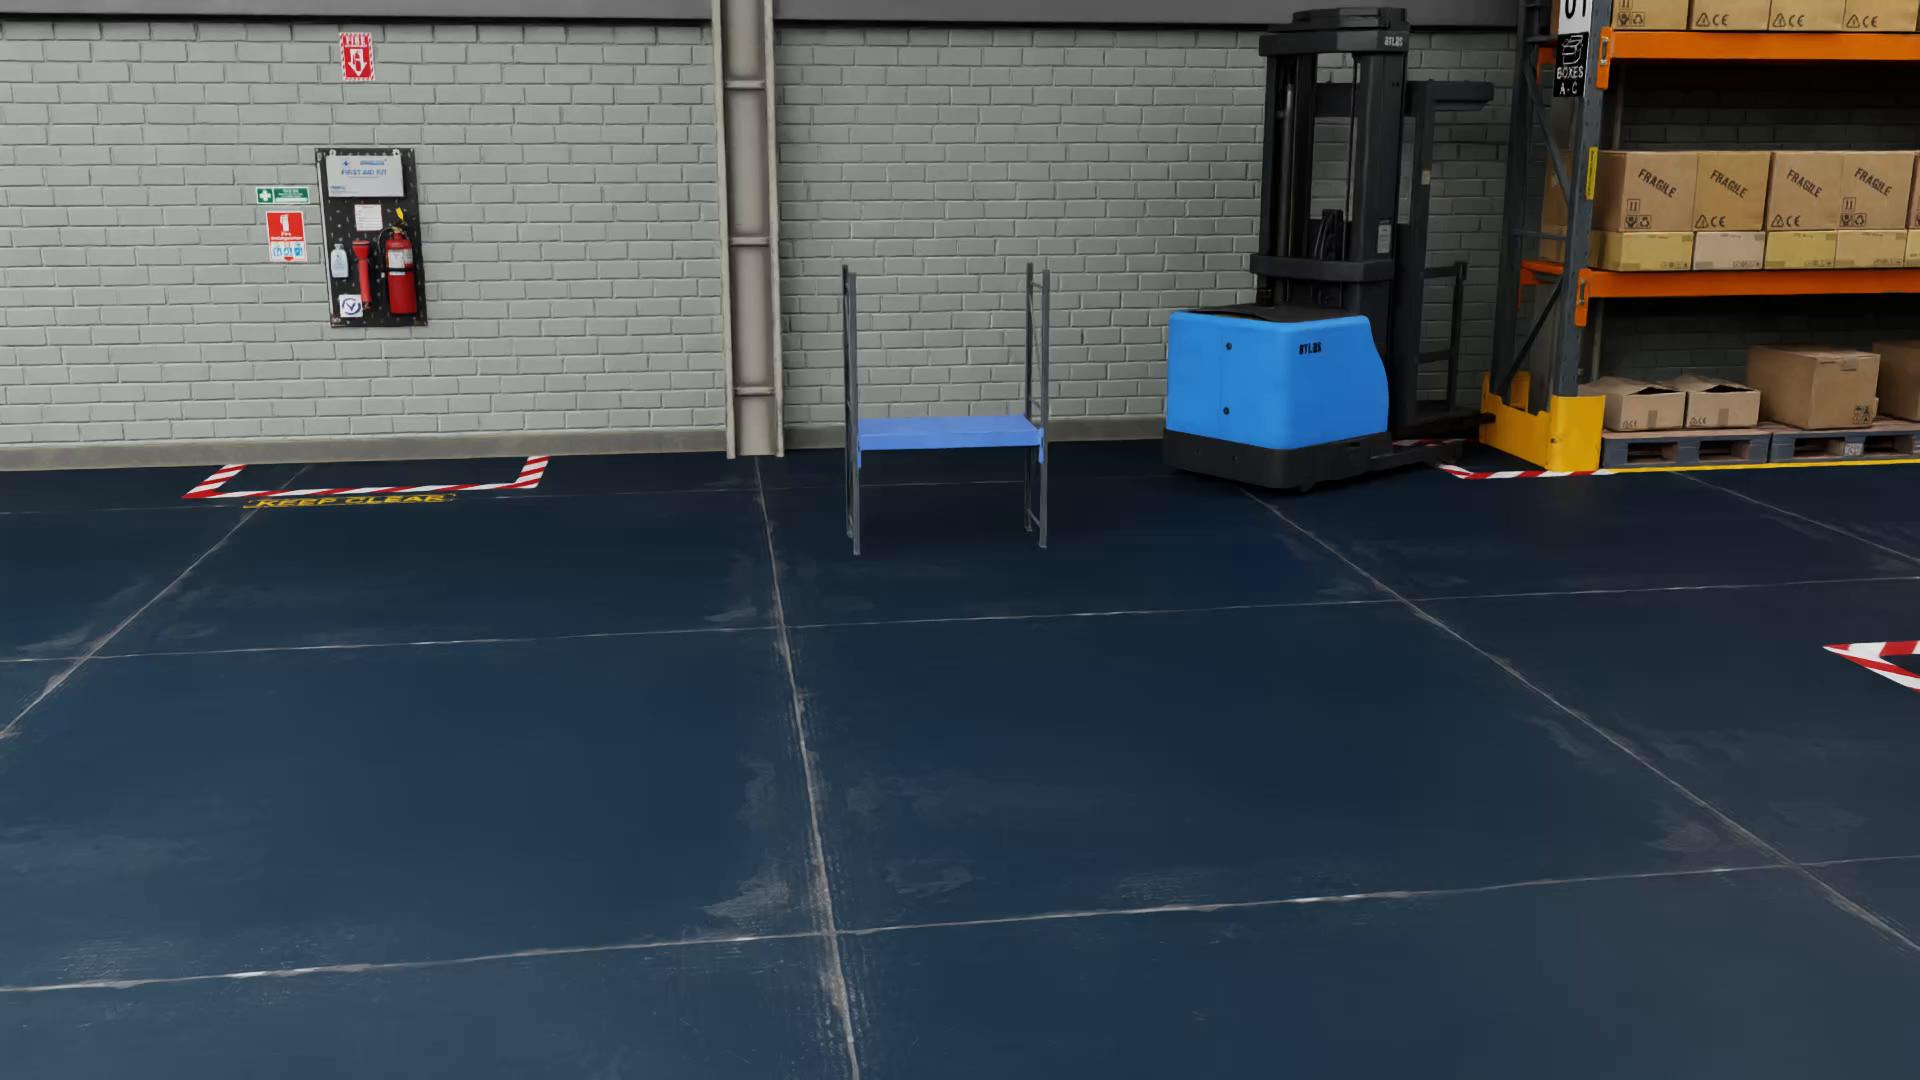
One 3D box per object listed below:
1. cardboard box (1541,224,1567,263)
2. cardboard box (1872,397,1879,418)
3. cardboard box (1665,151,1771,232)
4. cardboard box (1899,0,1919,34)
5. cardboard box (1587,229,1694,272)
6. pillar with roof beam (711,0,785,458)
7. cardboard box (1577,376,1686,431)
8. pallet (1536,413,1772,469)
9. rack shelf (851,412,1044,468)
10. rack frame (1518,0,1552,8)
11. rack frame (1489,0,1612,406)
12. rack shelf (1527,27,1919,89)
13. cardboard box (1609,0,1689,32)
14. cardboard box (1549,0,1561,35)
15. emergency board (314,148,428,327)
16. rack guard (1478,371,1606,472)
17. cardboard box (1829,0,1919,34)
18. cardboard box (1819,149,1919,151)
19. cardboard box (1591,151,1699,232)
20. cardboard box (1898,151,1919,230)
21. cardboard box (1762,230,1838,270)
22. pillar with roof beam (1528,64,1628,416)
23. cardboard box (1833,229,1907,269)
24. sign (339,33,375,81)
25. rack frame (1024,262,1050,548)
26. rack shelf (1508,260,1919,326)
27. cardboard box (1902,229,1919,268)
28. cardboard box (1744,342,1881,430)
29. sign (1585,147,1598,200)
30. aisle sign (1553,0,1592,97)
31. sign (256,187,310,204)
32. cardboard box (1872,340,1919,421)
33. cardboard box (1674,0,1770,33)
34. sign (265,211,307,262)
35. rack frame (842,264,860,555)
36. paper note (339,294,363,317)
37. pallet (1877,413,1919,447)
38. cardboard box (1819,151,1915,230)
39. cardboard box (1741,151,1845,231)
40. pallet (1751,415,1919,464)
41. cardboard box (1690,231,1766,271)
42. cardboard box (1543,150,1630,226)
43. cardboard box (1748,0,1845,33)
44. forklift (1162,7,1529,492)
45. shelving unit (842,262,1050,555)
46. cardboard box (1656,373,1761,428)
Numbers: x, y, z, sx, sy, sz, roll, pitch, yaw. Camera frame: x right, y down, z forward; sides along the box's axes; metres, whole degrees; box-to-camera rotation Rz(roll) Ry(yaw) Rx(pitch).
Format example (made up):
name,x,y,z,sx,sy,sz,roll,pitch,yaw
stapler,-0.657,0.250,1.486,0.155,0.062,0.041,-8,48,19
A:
name,x,y,z,sx,sy,sz,roll,pitch,yaw
cardboard box,4.371,-2.046,11.482,0.500,0.250,0.500,-2,14,-7
cardboard box,6.308,-0.968,11.872,0.250,0.149,0.380,-3,14,-13
cardboard box,4.944,-2.307,10.979,0.500,0.500,0.500,-2,14,-8
cardboard box,6.386,-3.581,10.923,0.500,0.500,0.500,-3,14,-11
cardboard box,4.467,-1.924,10.994,0.500,0.250,0.500,-3,14,-10
pillar with roof beam,-0.791,-3.936,6.417,0.400,9.000,9.100,-2,14,-8
cardboard box,4.635,-0.958,11.499,0.500,0.311,0.500,-4,15,-15
pallet,4.821,-0.717,11.646,1.213,0.211,1.003,-2,14,-8
rack shelf,-0.084,-0.550,9.071,1.000,0.185,0.538,-2,14,-8
rack frame,3.937,-4.956,10.482,0.127,3.000,1.000,-2,14,-8
rack frame,3.937,-2.046,11.212,0.127,3.000,1.000,-2,14,-8
rack shelf,5.915,-3.224,11.224,4.000,0.370,1.077,-2,14,-8
cardboard box,4.305,-3.511,10.641,0.500,0.500,0.500,-2,14,-7
cardboard box,4.312,-3.635,11.136,0.500,0.500,0.500,-1,14,-4
emergency board,-3.882,-1.981,10.956,0.643,1.169,0.194,-2,14,-8
rack guard,4.012,-0.836,11.527,0.348,0.500,1.175,-2,14,-8
cardboard box,5.881,-3.566,10.861,0.500,0.500,0.500,-1,14,-5
cardboard box,6.391,-2.490,11.709,0.500,0.500,0.500,-2,14,-7
cardboard box,4.454,-2.291,10.918,0.500,0.500,0.500,-2,14,-8
cardboard box,6.479,-2.365,11.210,0.500,0.500,0.500,-3,14,-10
cardboard box,5.483,-1.963,11.151,0.500,0.250,0.500,-2,14,-9
pillar with roof beam,5.142,-4.153,7.284,0.400,9.000,9.100,-2,14,-8
cardboard box,5.983,-1.981,11.222,0.500,0.250,0.500,-2,14,-8
sign,-3.905,-3.129,10.768,0.199,0.298,0.001,-2,14,-8
rack frame,0.418,-0.743,9.101,0.032,1.500,0.500,-2,14,-8
rack shelf,5.915,-1.769,11.589,4.000,0.370,1.077,-2,14,-8
cardboard box,6.480,-1.999,11.295,0.500,0.250,0.500,-2,14,-9
cardboard box,5.931,-1.085,11.617,0.500,0.500,0.700,-3,14,-12
sign,4.018,-2.335,10.587,0.005,0.325,0.100,-2,14,-8
aisle sign,3.911,-3.232,10.598,0.004,0.787,0.394,-2,14,-8
sign,-4.438,-2.258,10.898,0.331,0.109,0.001,-2,14,-8
cardboard box,6.872,-1.144,11.852,0.500,0.500,0.500,-3,14,-13
cardboard box,4.842,-3.522,10.685,0.500,0.500,0.500,-1,14,-5
sign,-4.444,-2.003,10.970,0.234,0.329,0.001,-2,14,-8
rack frame,-0.587,-0.706,8.954,0.032,1.500,0.500,-2,14,-8
paper note,-4.067,-1.564,11.103,0.142,0.148,0.016,-2,14,-8
pallet,7.234,-0.805,11.998,1.213,0.211,1.003,-2,14,-8
cardboard box,5.965,-2.346,11.134,0.500,0.500,0.500,-2,14,-7
cardboard box,5.456,-2.324,11.048,0.500,0.500,0.500,-3,14,-10
pallet,6.025,-0.760,11.819,1.213,0.211,1.003,-2,14,-8
cardboard box,4.978,-1.946,11.083,0.500,0.250,0.500,-3,14,-10
cardboard box,4.372,-2.415,11.409,0.500,0.500,0.500,-2,14,-9
cardboard box,5.354,-3.541,10.763,0.500,0.500,0.500,-1,14,-6
forklift,2.780,-1.990,11.130,3.031,2.935,1.130,-12,18,-39
shelving unit,-0.084,-0.724,9.027,1.048,1.500,0.538,-2,14,-8
cardboard box,5.199,-0.979,11.582,0.500,0.311,0.500,-1,14,-4
